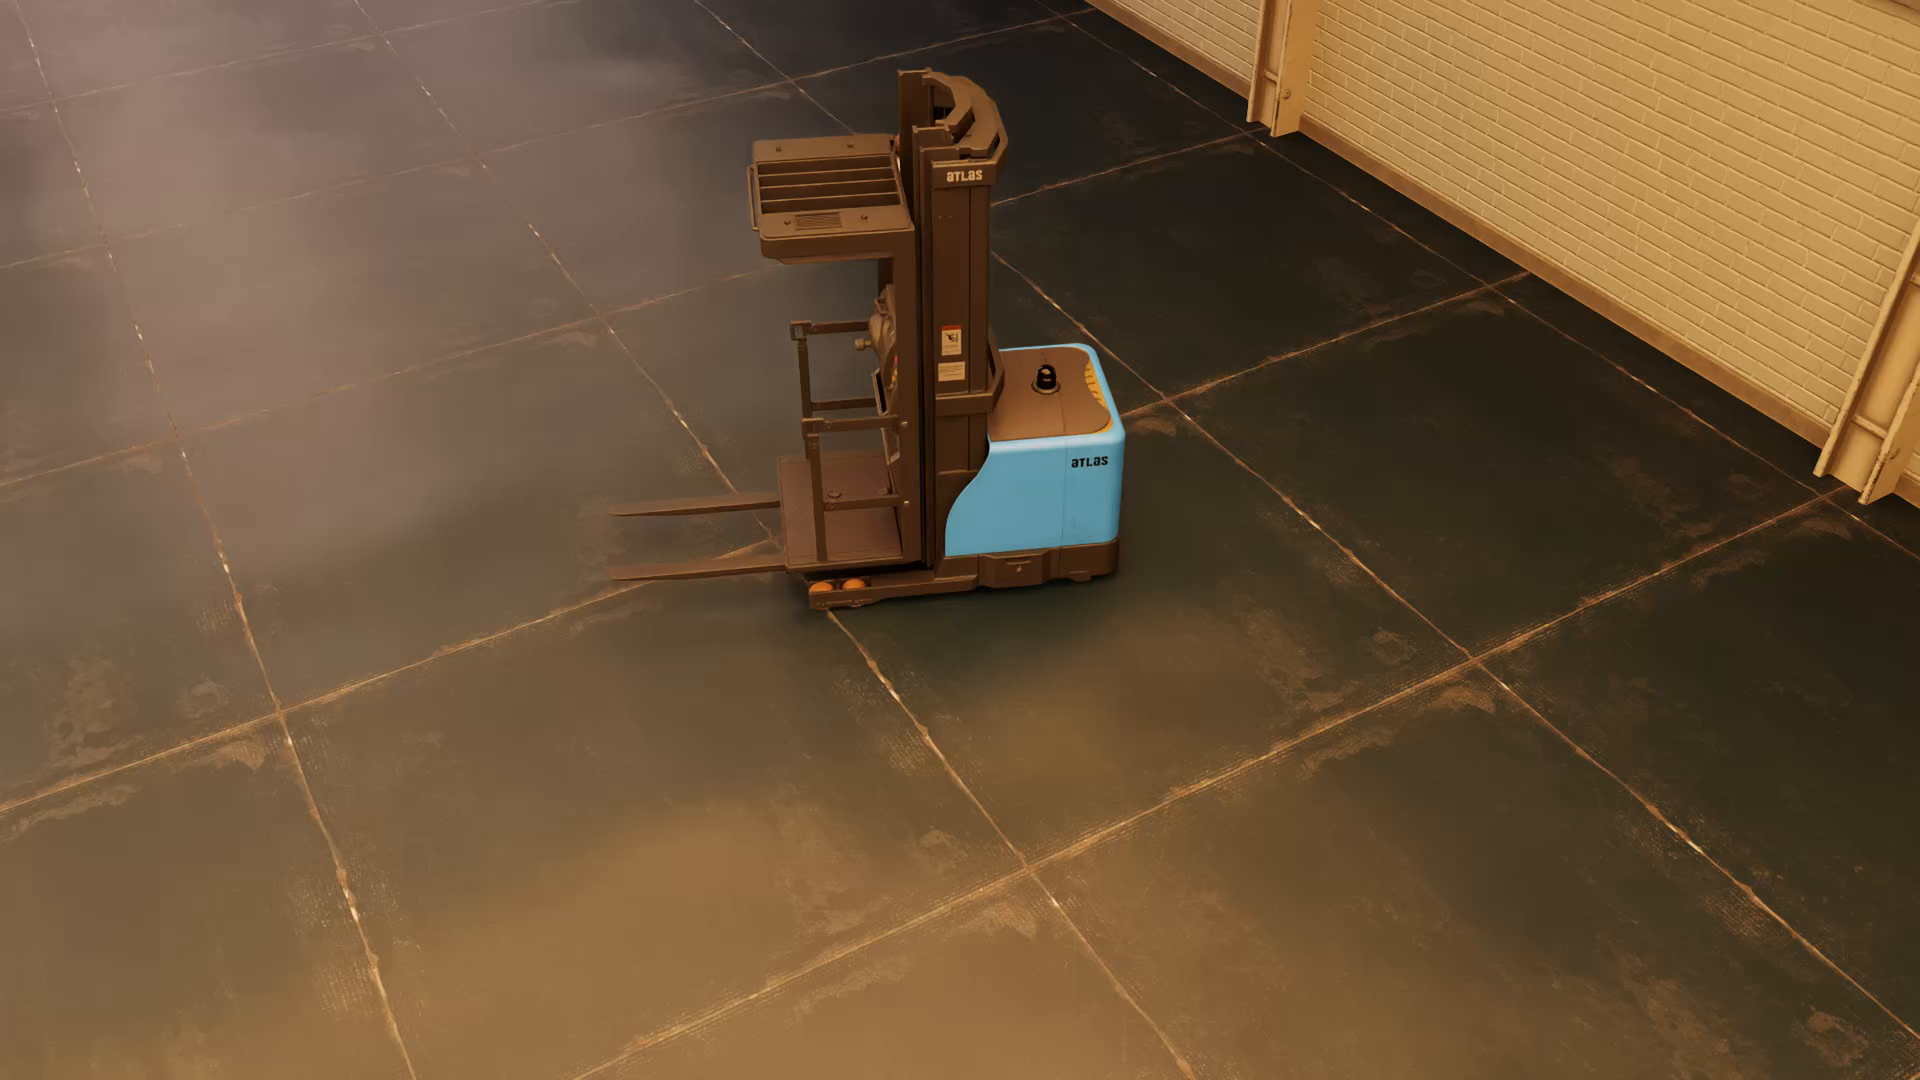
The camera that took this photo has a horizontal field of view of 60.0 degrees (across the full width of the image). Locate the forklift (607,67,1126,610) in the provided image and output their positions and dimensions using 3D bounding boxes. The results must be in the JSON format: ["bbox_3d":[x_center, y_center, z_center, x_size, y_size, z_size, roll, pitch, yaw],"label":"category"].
[{"bbox_3d":[-0.604,-1.075,9.332,3.031,2.935,1.130,-5,40,-6],"label":"forklift"}]

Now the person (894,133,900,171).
[{"bbox_3d":[-0.390,-2.060,11.525,0.387,1.650,0.551,-8,40,-9],"label":"person"}]
